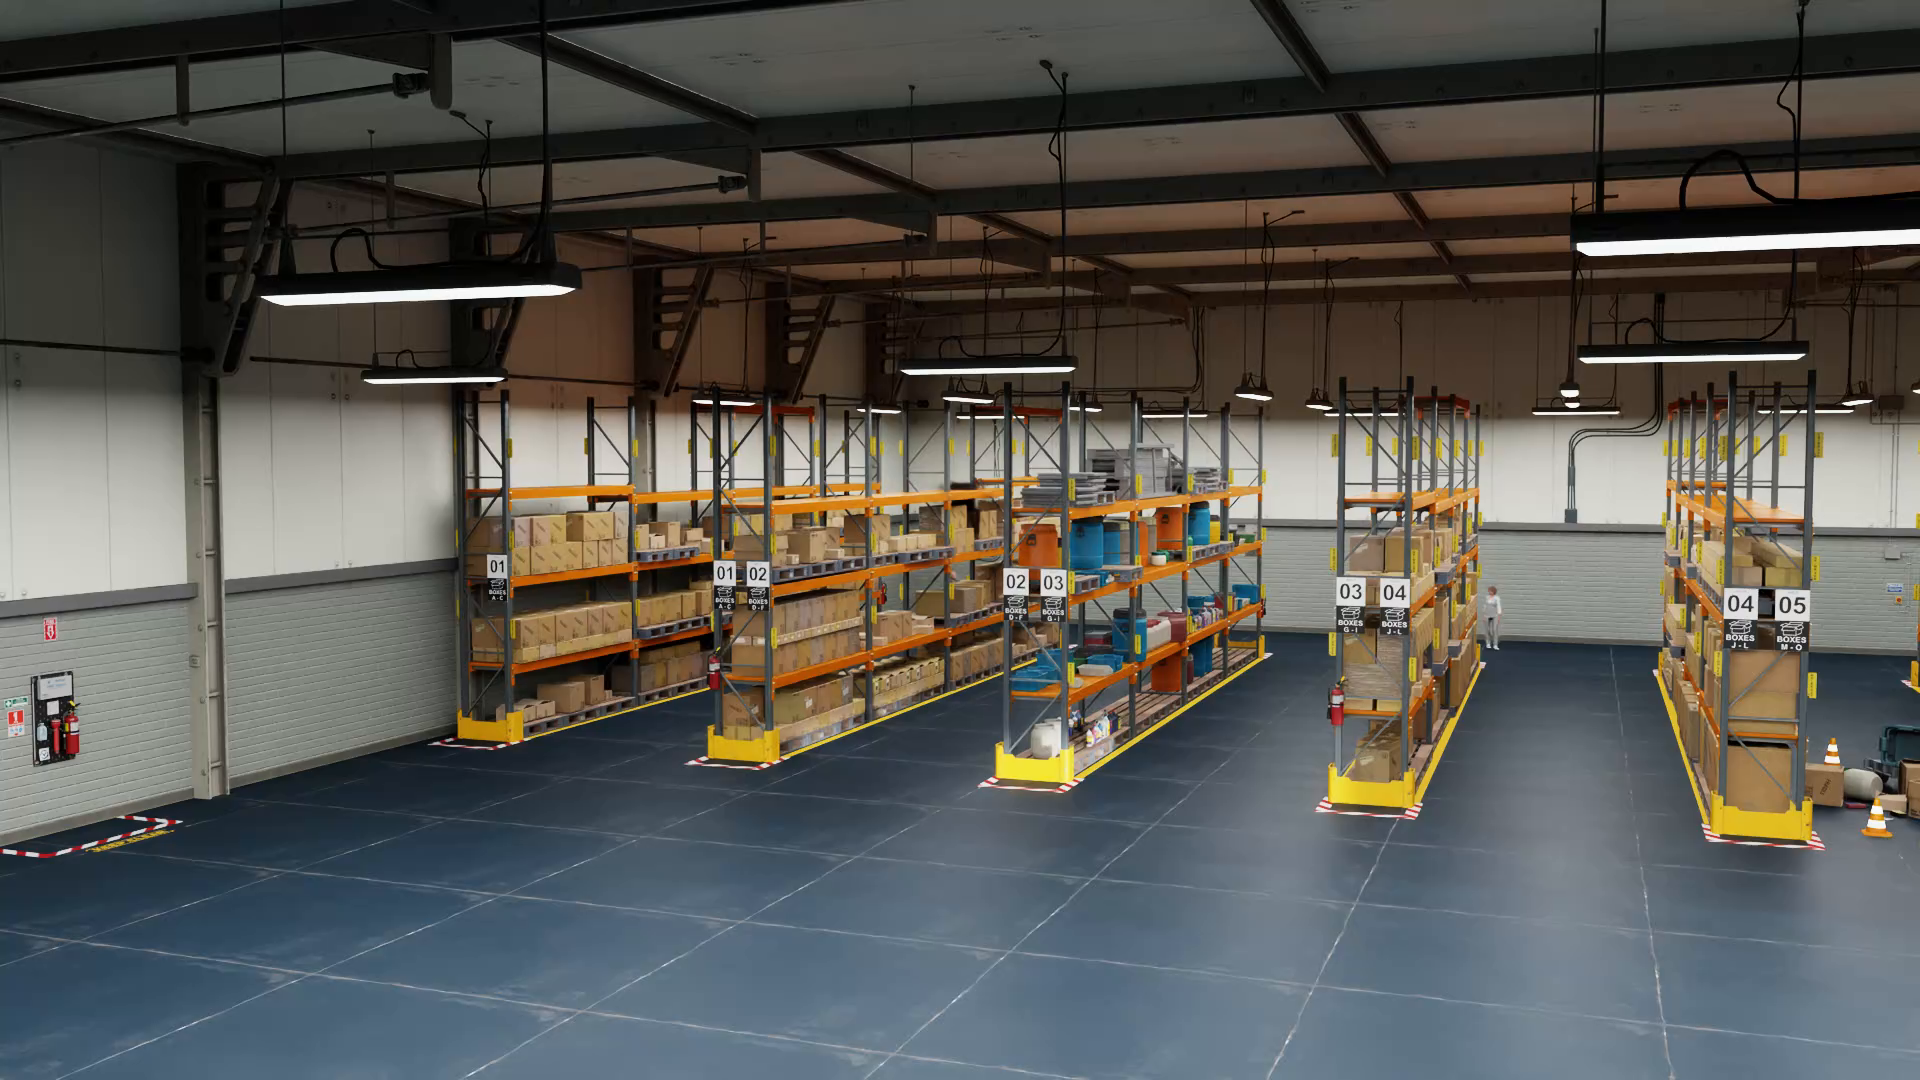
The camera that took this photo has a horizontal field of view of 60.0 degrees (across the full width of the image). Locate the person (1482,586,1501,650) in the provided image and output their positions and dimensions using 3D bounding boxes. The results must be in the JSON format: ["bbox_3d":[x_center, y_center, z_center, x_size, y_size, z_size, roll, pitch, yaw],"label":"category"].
[{"bbox_3d":[13.252,1.931,41.475,0.458,1.590,0.548,1,3,25],"label":"person"}]

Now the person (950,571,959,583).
[{"bbox_3d":[-0.122,1.677,44.586,0.493,1.714,0.560,2,4,30],"label":"person"}]
